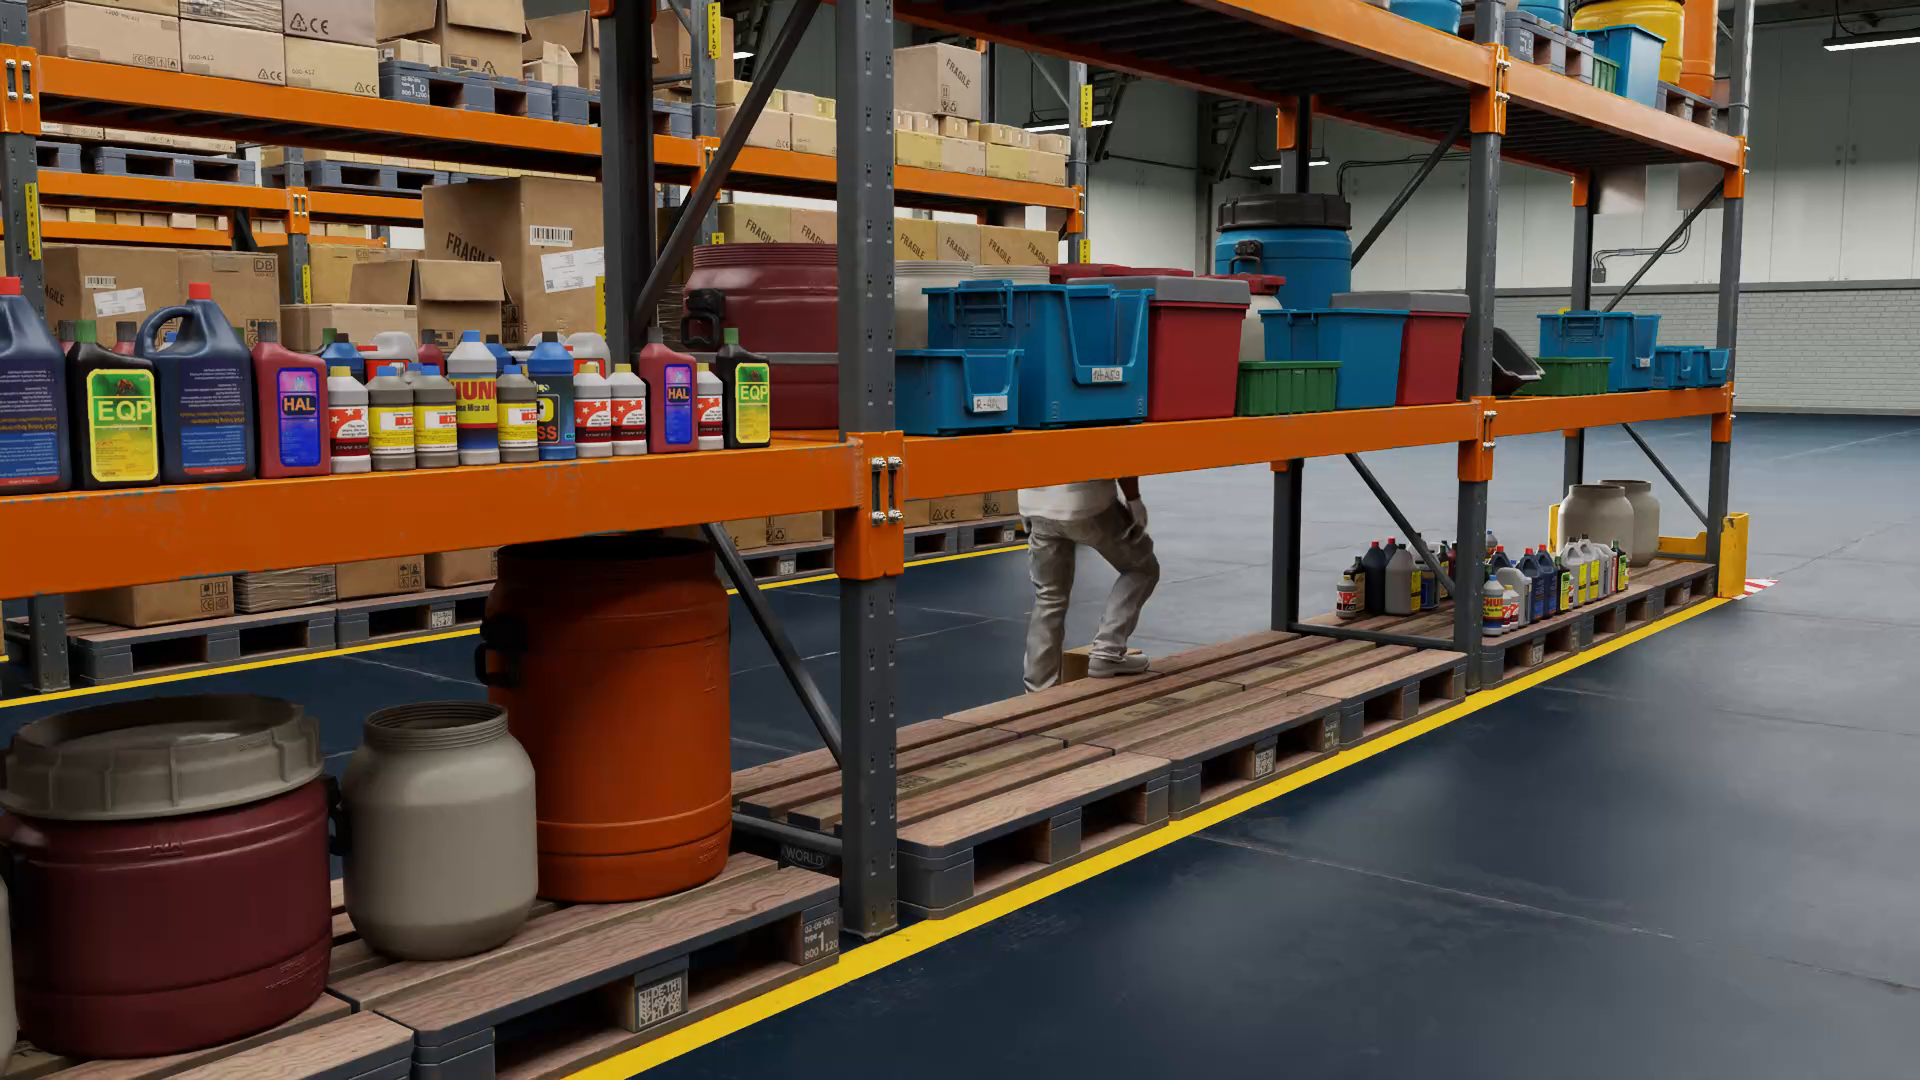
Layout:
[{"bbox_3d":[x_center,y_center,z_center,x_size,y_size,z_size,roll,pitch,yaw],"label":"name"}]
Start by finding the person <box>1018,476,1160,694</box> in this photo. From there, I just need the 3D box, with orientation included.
[{"bbox_3d":[0.503,-0.142,6.868,0.615,1.782,0.525,5,8,39],"label":"person"}]
